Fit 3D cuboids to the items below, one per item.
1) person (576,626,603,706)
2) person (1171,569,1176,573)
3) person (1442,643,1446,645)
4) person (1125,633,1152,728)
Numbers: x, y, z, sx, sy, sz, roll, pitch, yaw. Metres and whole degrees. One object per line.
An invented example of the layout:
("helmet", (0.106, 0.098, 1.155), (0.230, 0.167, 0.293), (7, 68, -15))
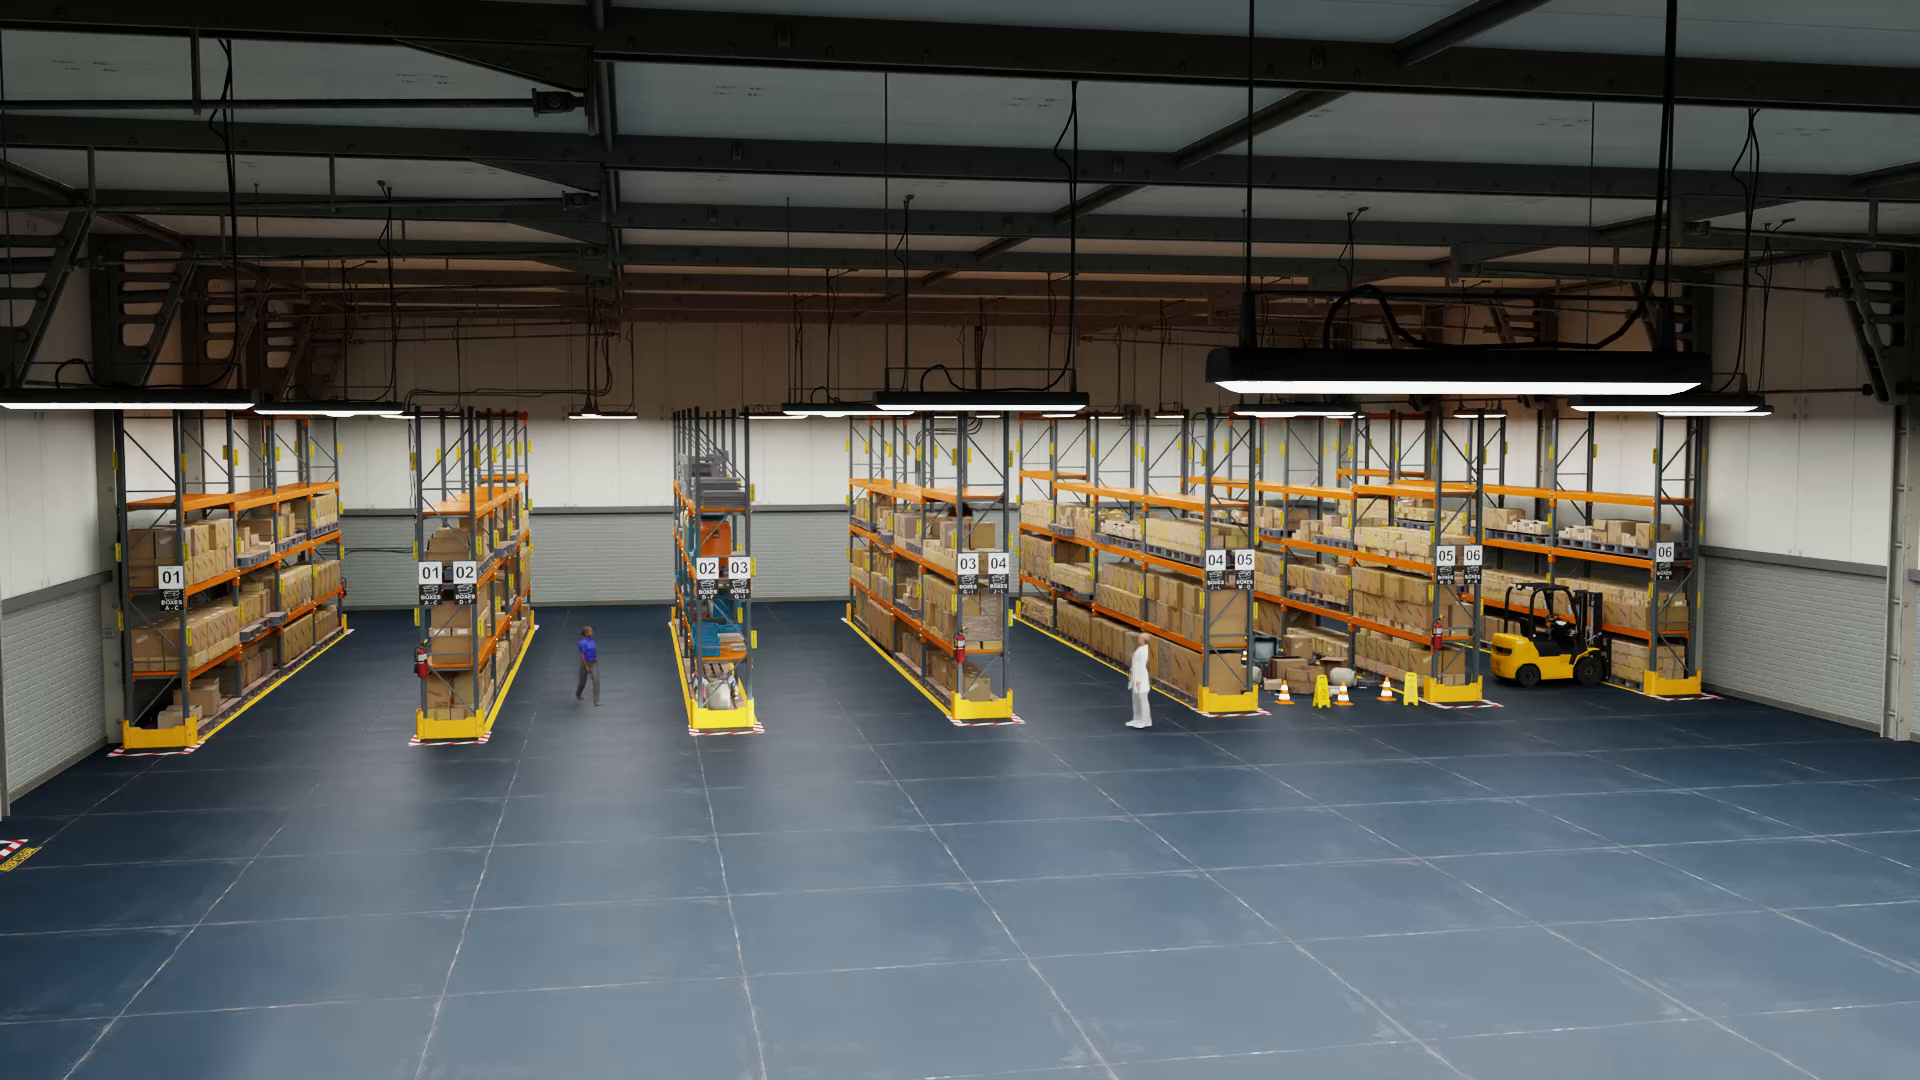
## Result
("person", (-7.506, 2.533, 33.521), (0.412, 1.605, 0.930), (-2, 5, -29))
("person", (5.873, 1.559, 46.109), (0.633, 1.782, 0.582), (-1, 4, -18))
("person", (11.143, 2.110, 38.465), (0.535, 1.799, 0.626), (2, 4, 25))
("person", (3.371, 2.670, 31.220), (0.410, 1.715, 0.691), (-1, 4, -16))
